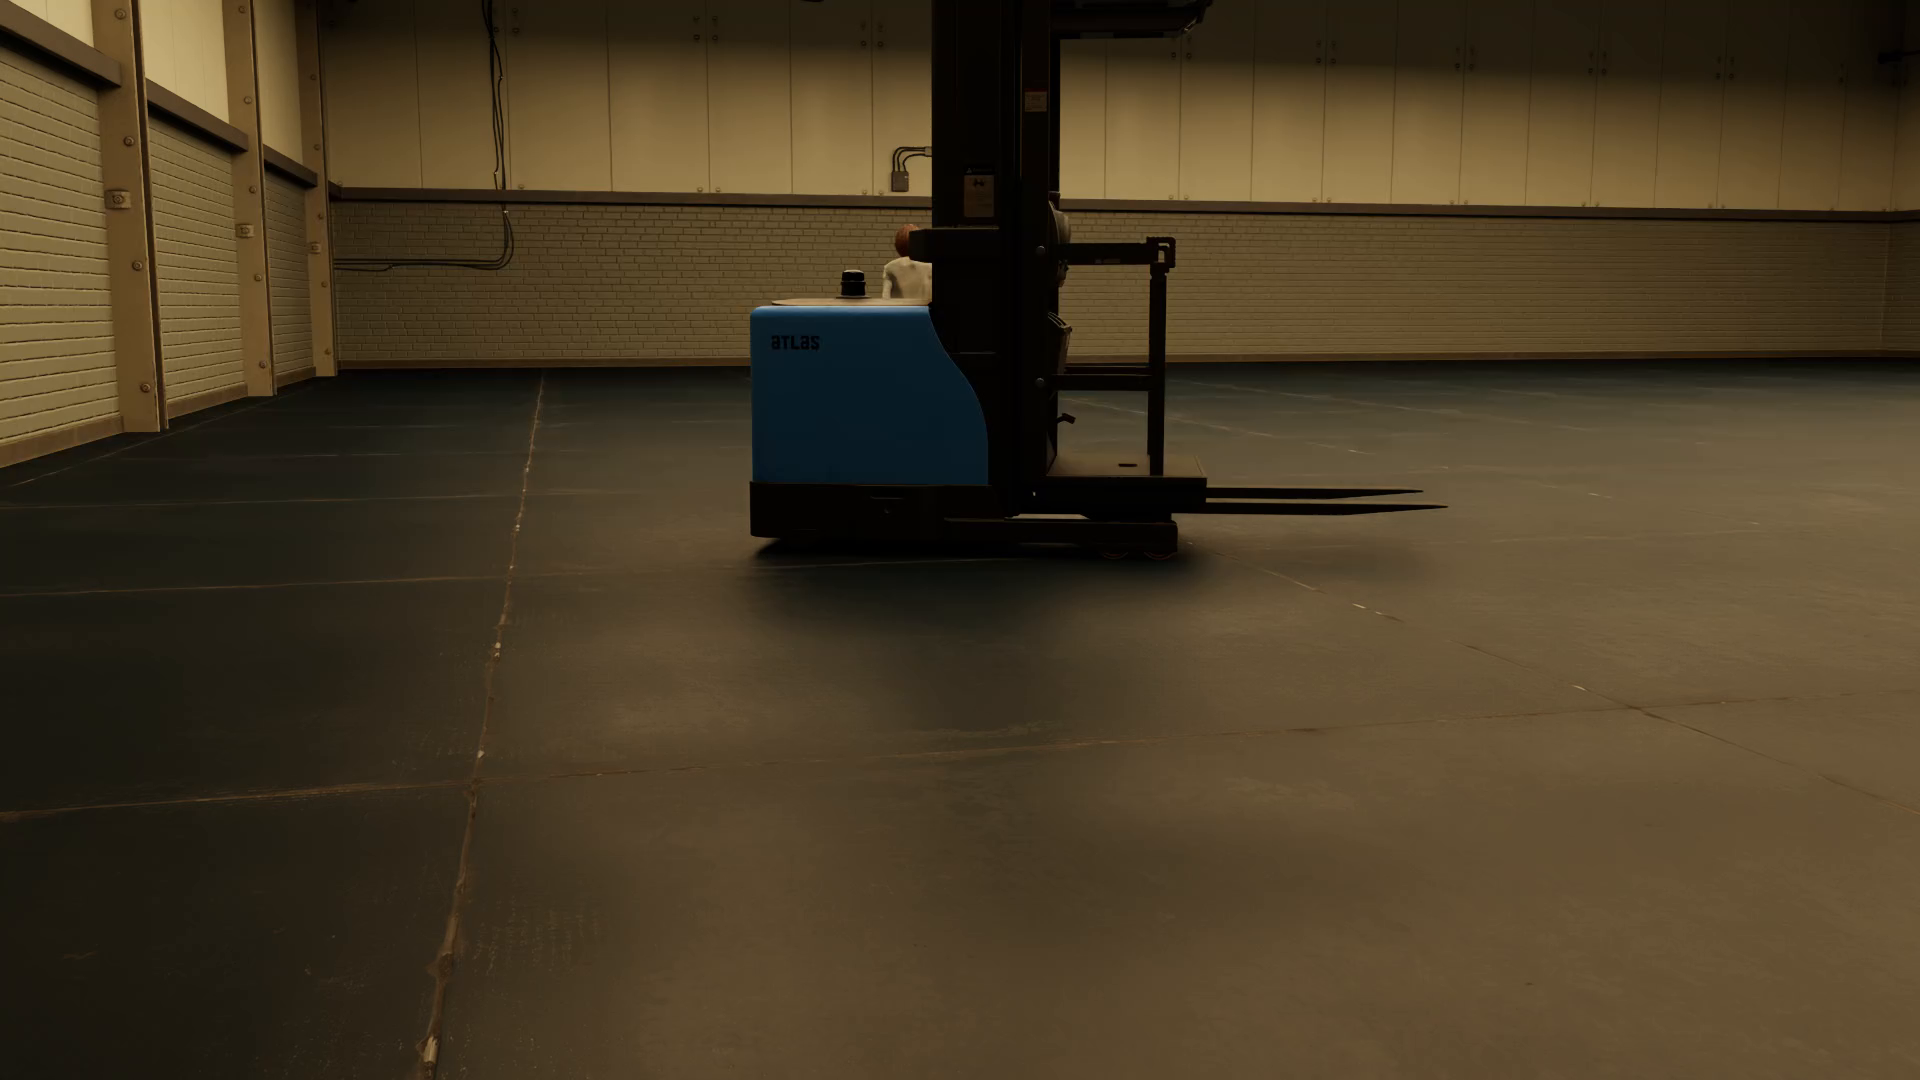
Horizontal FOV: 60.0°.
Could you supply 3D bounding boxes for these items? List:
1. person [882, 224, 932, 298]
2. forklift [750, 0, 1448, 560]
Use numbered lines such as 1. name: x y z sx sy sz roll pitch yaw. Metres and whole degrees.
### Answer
1. person: -0.296 -1.214 10.642 0.470 1.592 0.348 -1 8 -6
2. forklift: 0.623 -1.443 7.442 3.031 2.935 1.130 1 8 6
